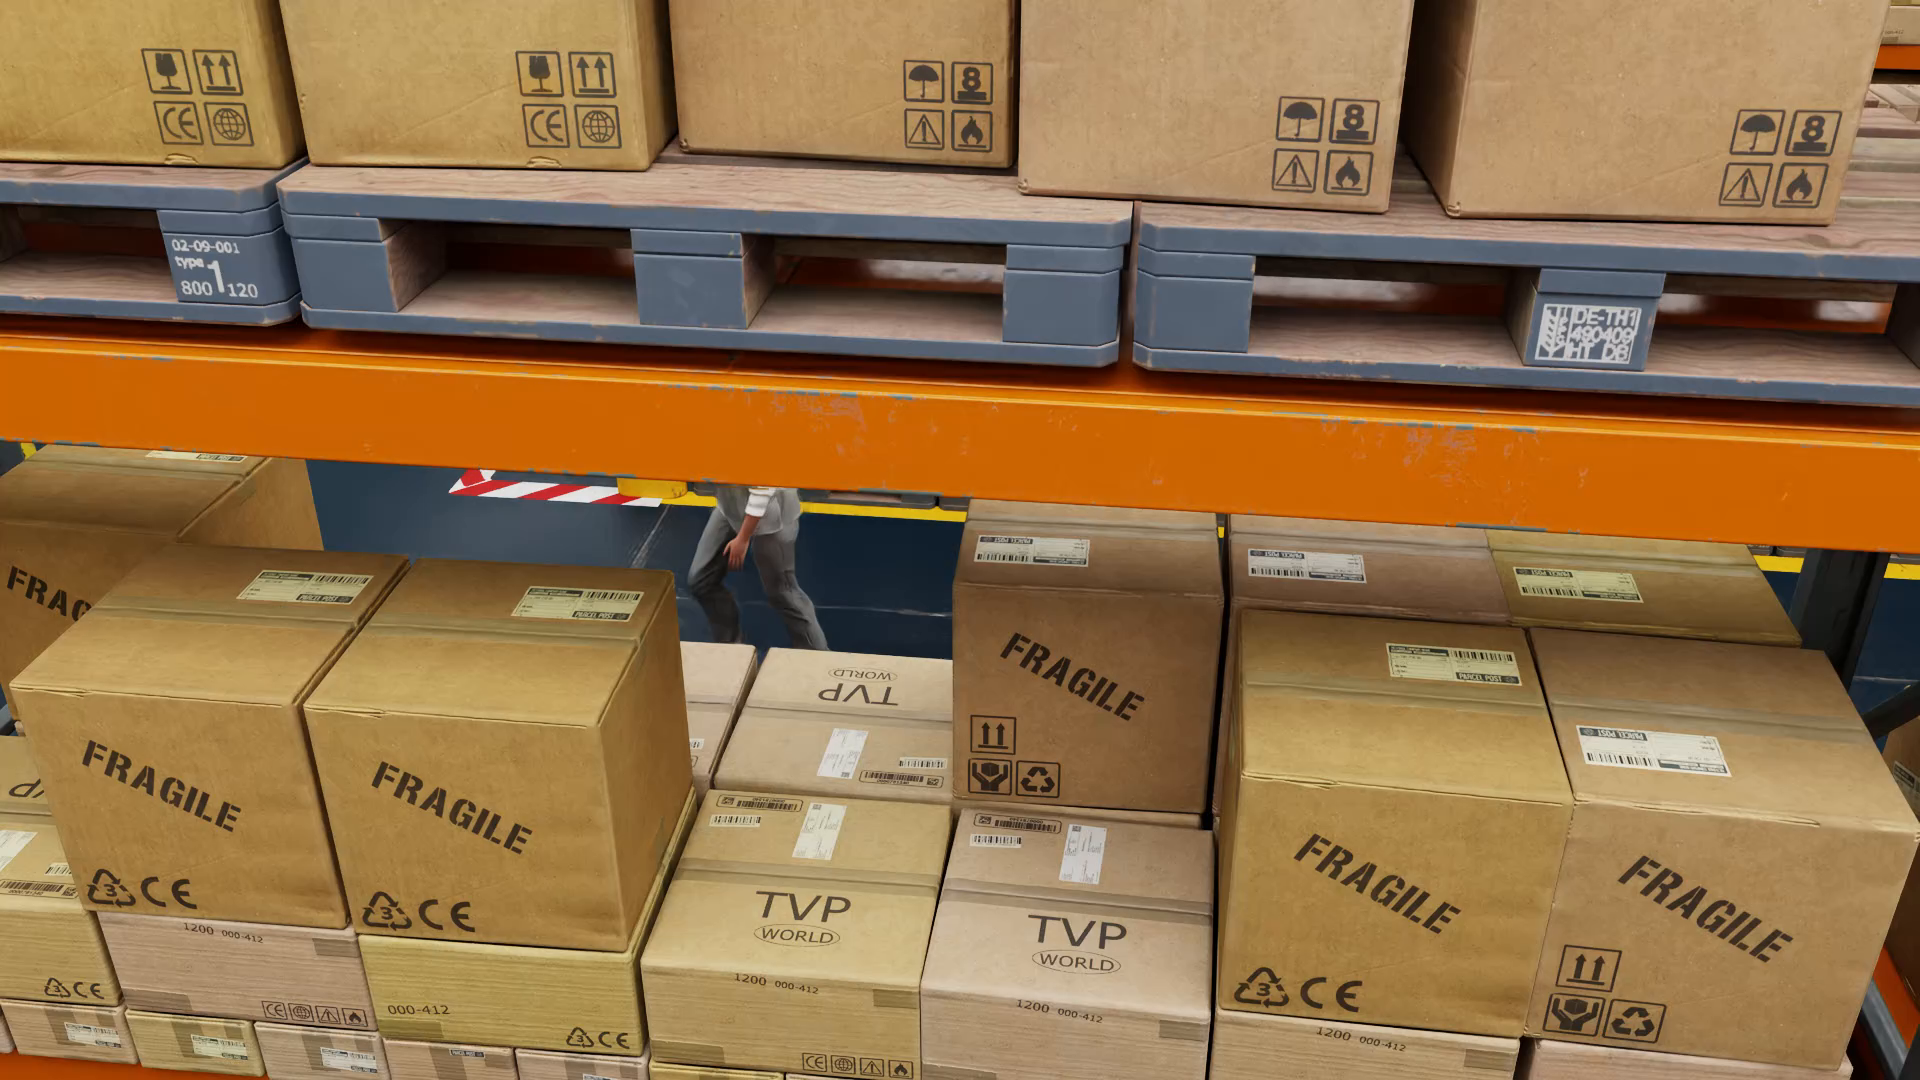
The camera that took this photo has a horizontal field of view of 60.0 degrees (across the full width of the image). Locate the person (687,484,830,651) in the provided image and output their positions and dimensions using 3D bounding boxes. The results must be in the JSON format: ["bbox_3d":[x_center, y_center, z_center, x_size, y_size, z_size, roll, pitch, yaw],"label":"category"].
[{"bbox_3d":[-0.762,-0.064,6.267,0.523,1.636,0.459,-16,33,-27],"label":"person"}]
